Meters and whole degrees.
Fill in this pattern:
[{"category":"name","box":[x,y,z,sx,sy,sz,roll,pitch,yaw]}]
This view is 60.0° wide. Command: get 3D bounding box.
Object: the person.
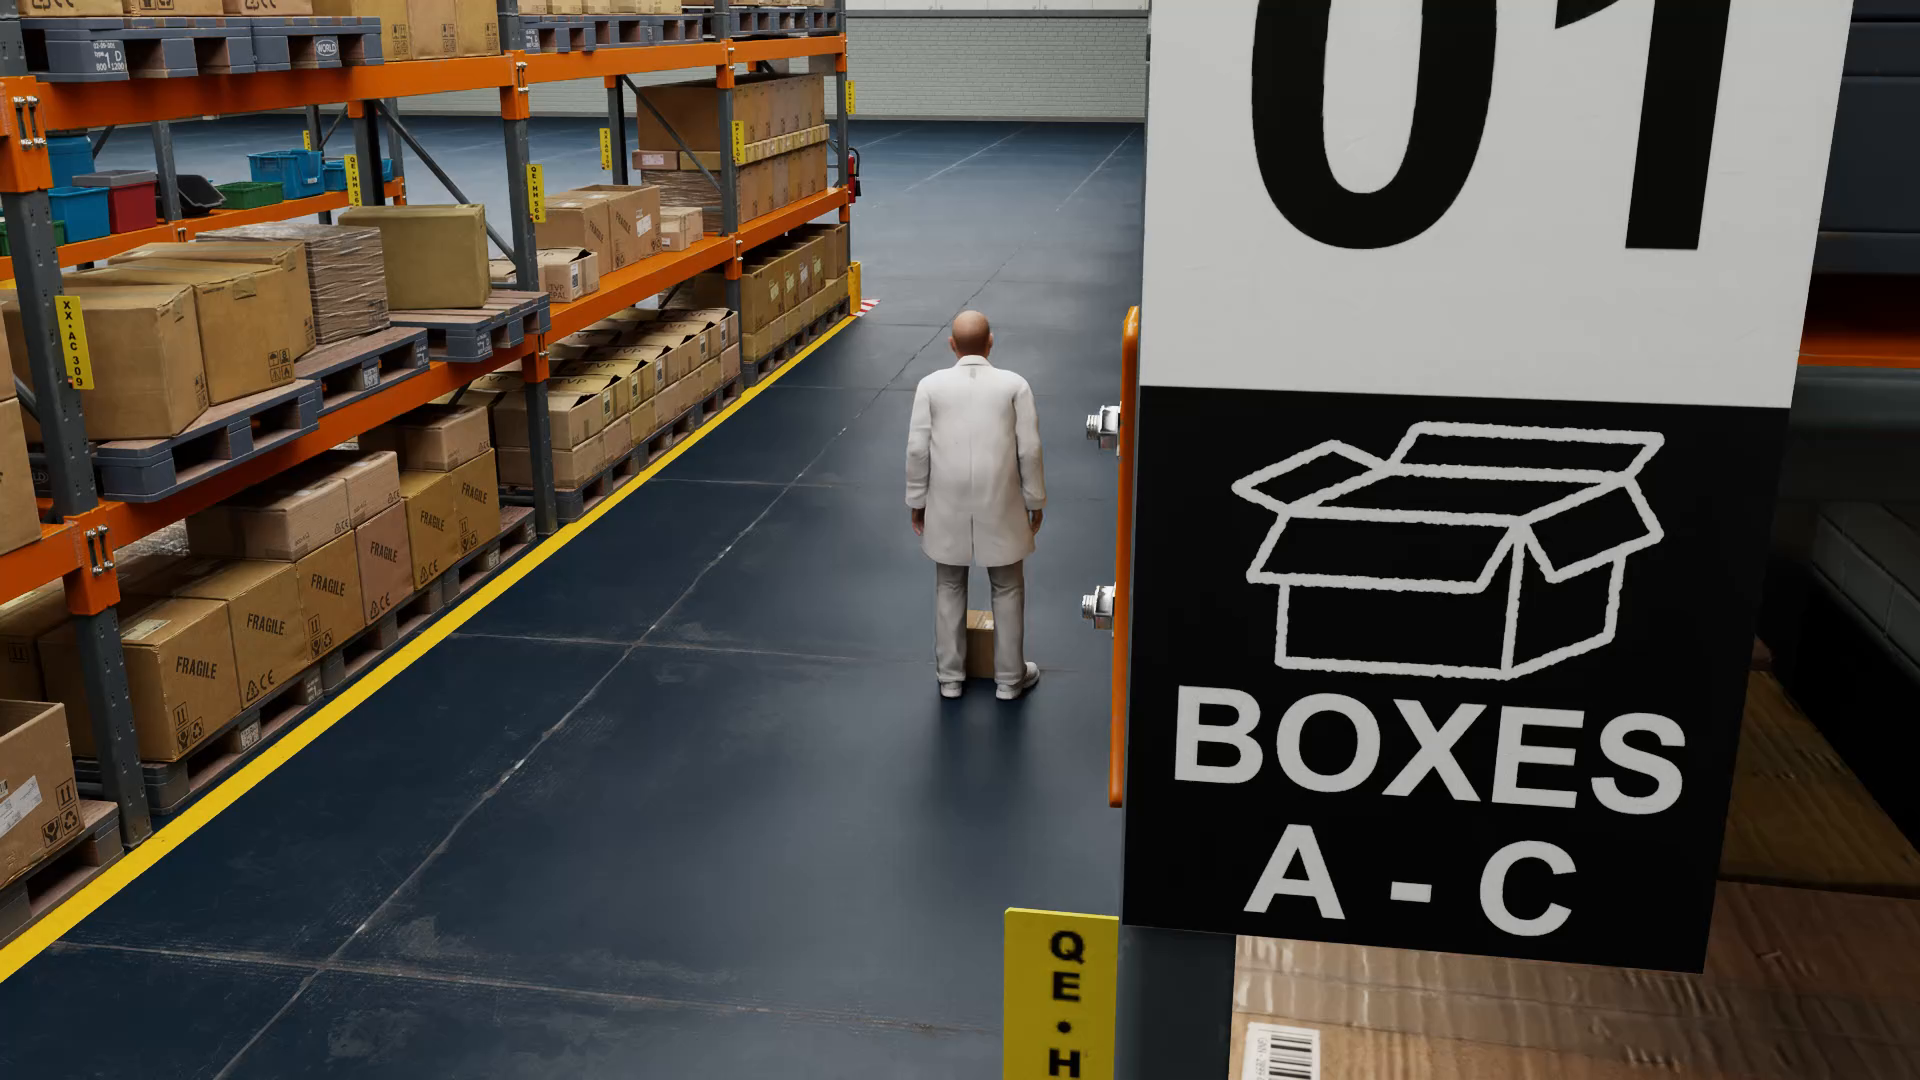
[{"category":"person","box":[0.071,-0.150,7.553,0.645,1.772,0.430,2,18,6]}]
